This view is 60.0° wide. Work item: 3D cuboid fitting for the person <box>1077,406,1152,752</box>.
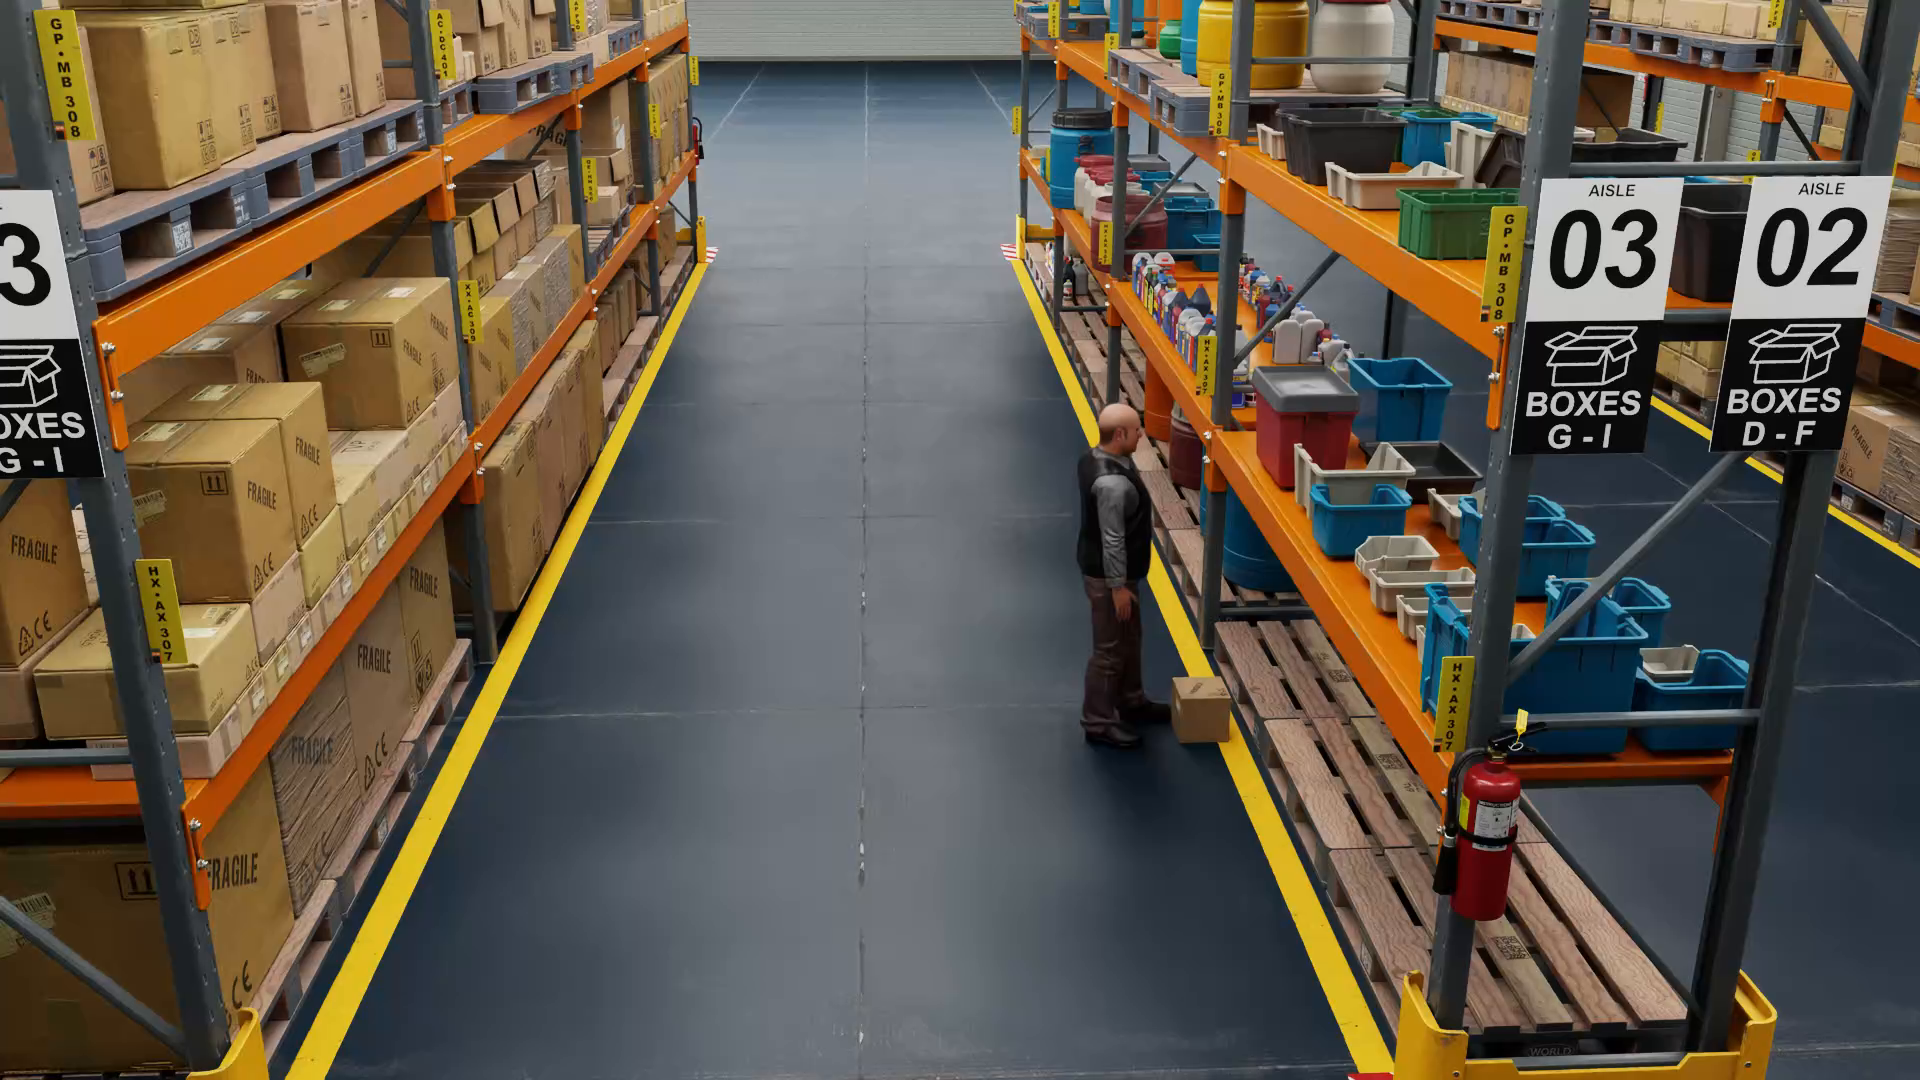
[{"bbox_3d":[0.768,0.174,8.145,0.381,1.718,0.534,-1,20,-2],"label":"person"}]
